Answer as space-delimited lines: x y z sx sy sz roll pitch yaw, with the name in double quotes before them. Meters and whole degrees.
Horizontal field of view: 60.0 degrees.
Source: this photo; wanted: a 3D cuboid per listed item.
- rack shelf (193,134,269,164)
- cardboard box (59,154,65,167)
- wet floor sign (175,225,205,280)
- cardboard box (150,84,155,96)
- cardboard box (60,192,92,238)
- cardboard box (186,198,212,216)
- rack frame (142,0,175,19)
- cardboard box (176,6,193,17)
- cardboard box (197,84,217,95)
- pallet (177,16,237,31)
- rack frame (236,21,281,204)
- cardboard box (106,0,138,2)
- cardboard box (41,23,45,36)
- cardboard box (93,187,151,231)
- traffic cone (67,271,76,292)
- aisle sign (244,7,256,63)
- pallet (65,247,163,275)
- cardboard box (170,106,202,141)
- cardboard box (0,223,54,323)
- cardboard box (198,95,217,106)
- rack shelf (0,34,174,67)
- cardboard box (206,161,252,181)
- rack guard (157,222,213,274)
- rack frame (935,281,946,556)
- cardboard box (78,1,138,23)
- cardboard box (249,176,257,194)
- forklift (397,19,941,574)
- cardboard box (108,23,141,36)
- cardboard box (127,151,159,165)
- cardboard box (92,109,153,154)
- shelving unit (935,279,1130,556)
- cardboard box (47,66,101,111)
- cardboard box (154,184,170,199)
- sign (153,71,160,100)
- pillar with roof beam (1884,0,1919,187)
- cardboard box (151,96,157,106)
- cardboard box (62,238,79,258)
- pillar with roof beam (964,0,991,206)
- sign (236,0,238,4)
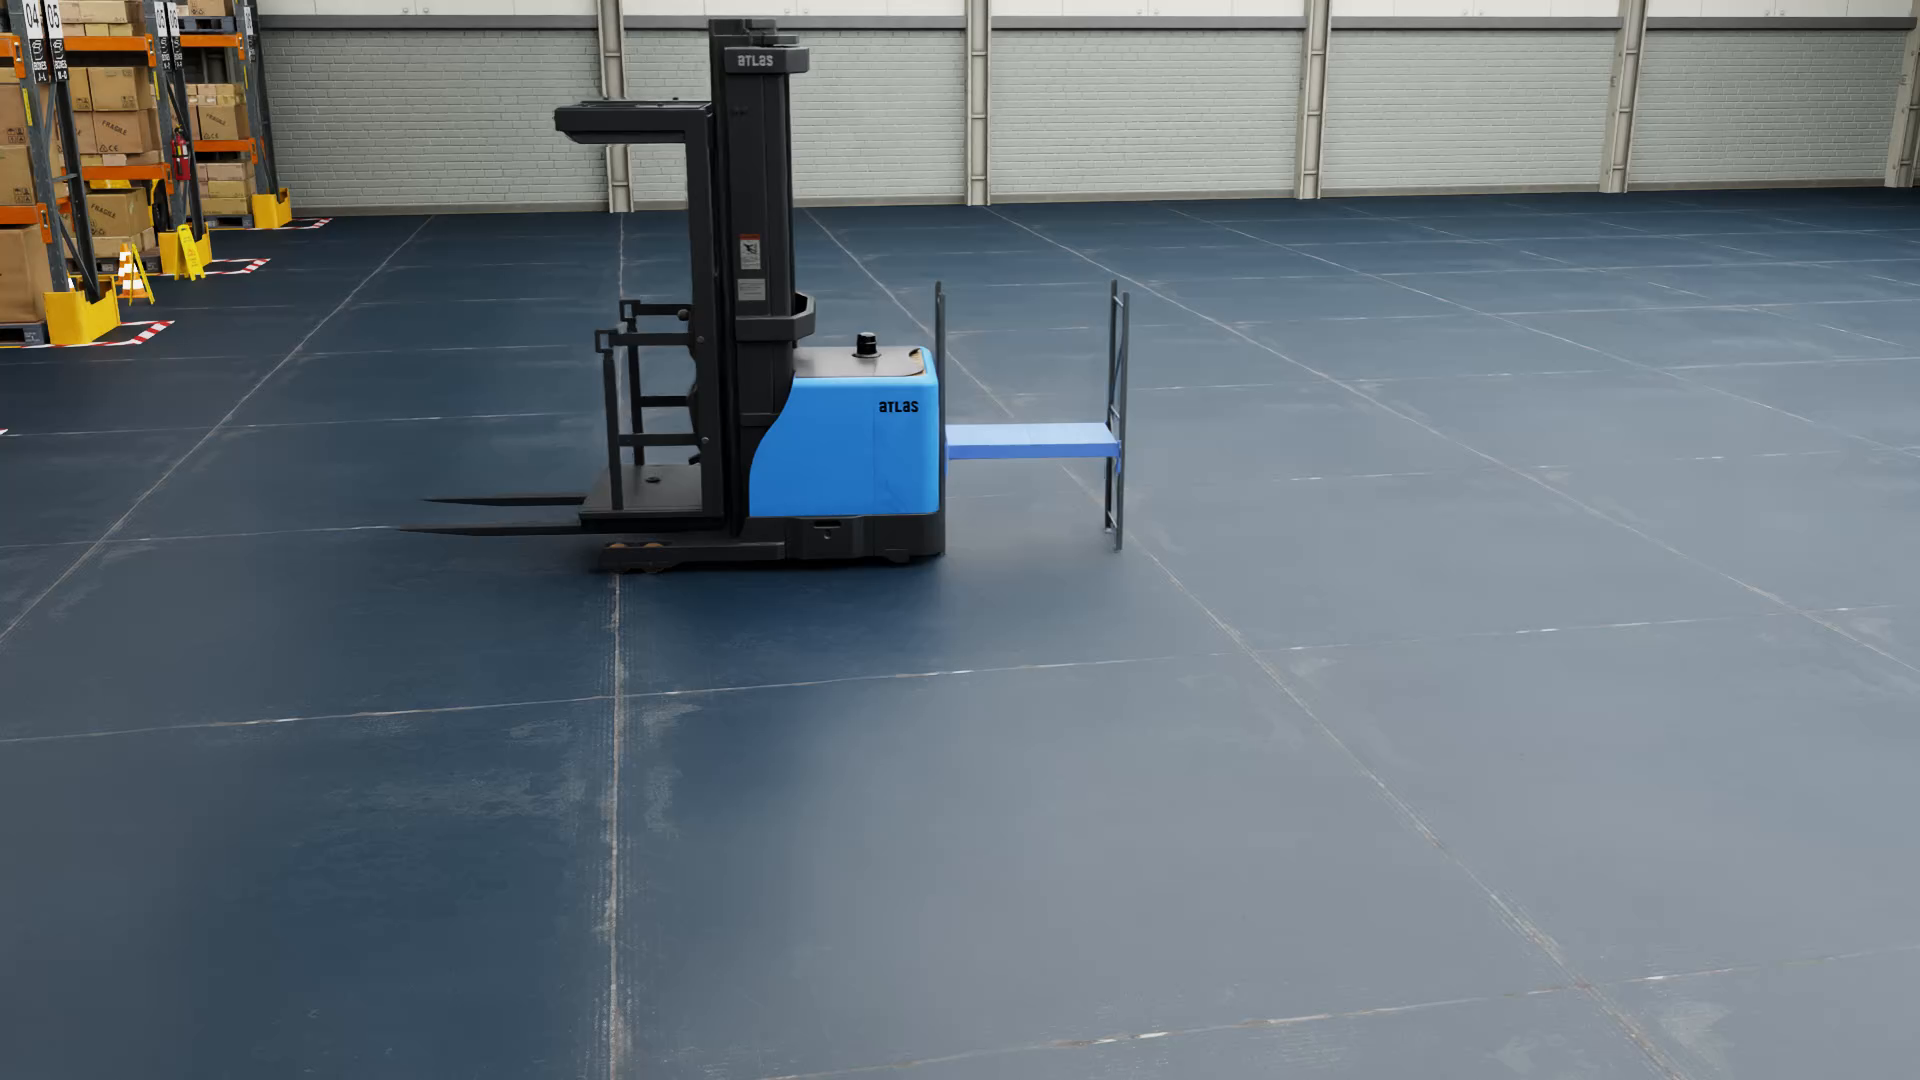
"rack shelf" -12.595 -5.861 25.009 4.000 0.370 1.077 -3 17 -10
"cardboard box" -10.743 -4.605 20.125 0.250 0.149 0.380 -3 17 -9
"wet floor sign" -9.296 -3.462 19.984 0.232 0.644 0.267 3 17 9
"cardboard box" -11.924 -6.651 24.576 0.250 0.149 0.380 -3 17 -9
"cardboard box" -10.935 -3.980 20.352 0.500 0.500 0.500 -3 17 -8
"cardboard box" -11.523 -5.060 25.145 0.500 0.250 0.500 -3 17 -10
"rack frame" -9.686 -7.753 19.727 0.127 3.000 1.000 -3 17 -10
"cardboard box" -11.387 -7.744 24.351 0.250 0.149 0.380 -4 17 -12
"cardboard box" -11.179 -6.712 24.776 0.250 0.149 0.380 -3 17 -10
"pallet" -11.330 -7.676 24.734 1.213 0.211 1.003 -3 17 -10
"rack frame" -10.631 -6.316 25.266 0.127 3.000 1.000 -3 17 -10
"cardboard box" -9.962 -6.476 19.749 0.250 0.149 0.380 -3 17 -10
"cardboard box" -10.750 -6.075 19.801 0.250 0.149 0.380 -3 17 -10
"cardboard box" -10.554 -4.163 20.948 0.500 0.500 0.500 -4 17 -12
"traffic cone" -9.439 -2.631 17.589 0.334 0.463 0.336 -3 17 -10
"aisle sign" -10.511 -7.477 24.620 0.004 0.787 0.394 -3 17 -10
"pallet" -10.565 -3.513 20.889 1.213 0.211 1.003 -3 17 -10
"cardboard box" -11.576 -6.234 24.830 0.500 0.500 0.500 -3 17 -9
"cardboard box" -9.301 -2.592 16.045 0.875 0.875 0.875 -3 17 -10
"cardboard box" -11.164 -6.551 24.756 0.250 0.149 0.380 -3 17 -10
"rack shelf" -11.650 -5.864 19.910 4.000 0.370 1.077 -3 17 -10
"cardboard box" -11.024 -5.565 25.085 0.500 0.250 0.500 -3 17 -9
"rack guard" -9.761 -3.686 20.961 0.348 0.500 1.175 -3 17 -10
"rack frame" -0.111 -0.699 9.535 0.032 1.500 0.500 -1 17 -3
"cardboard box" -10.137 -6.283 19.800 0.500 0.250 0.500 -3 17 -11
"cardboard box" -11.132 -5.475 25.644 0.500 0.250 0.500 -3 17 -9
"forklift" -1.645 -1.374 9.292 3.031 2.935 1.130 -1 17 -3
"cardboard box" -9.983 -6.098 19.877 0.250 0.149 0.380 -3 17 -10
"cardboard box" -10.013 -4.683 20.376 0.250 0.149 0.380 -3 17 -9
"cardboard box" -10.167 -4.965 20.192 0.500 0.500 0.500 -4 17 -11
"shelving unit" 0.396 -0.708 9.563 1.048 1.500 0.538 -1 17 -3
"cardboard box" -10.644 -5.436 20.020 0.500 0.500 0.700 -3 17 -10
"cardboard box" -12.047 -5.264 24.959 0.500 0.250 0.500 -4 17 -12
"sign" -9.600 -5.429 19.867 0.005 0.325 0.100 -3 17 -10
"pillar with roof beam" 18.786 -9.835 26.504 0.400 9.000 9.100 -3 17 -10
"cardboard box" -11.929 -6.515 24.639 0.250 0.149 0.380 -4 17 -12
"cardboard box" -10.939 -3.622 20.464 0.500 0.250 0.500 -3 17 -10
"pillar with roof beam" 1.113 -8.832 23.240 0.400 9.000 9.100 -3 17 -10
"sign" -10.542 -7.978 24.195 0.005 0.325 0.100 -3 17 -10
